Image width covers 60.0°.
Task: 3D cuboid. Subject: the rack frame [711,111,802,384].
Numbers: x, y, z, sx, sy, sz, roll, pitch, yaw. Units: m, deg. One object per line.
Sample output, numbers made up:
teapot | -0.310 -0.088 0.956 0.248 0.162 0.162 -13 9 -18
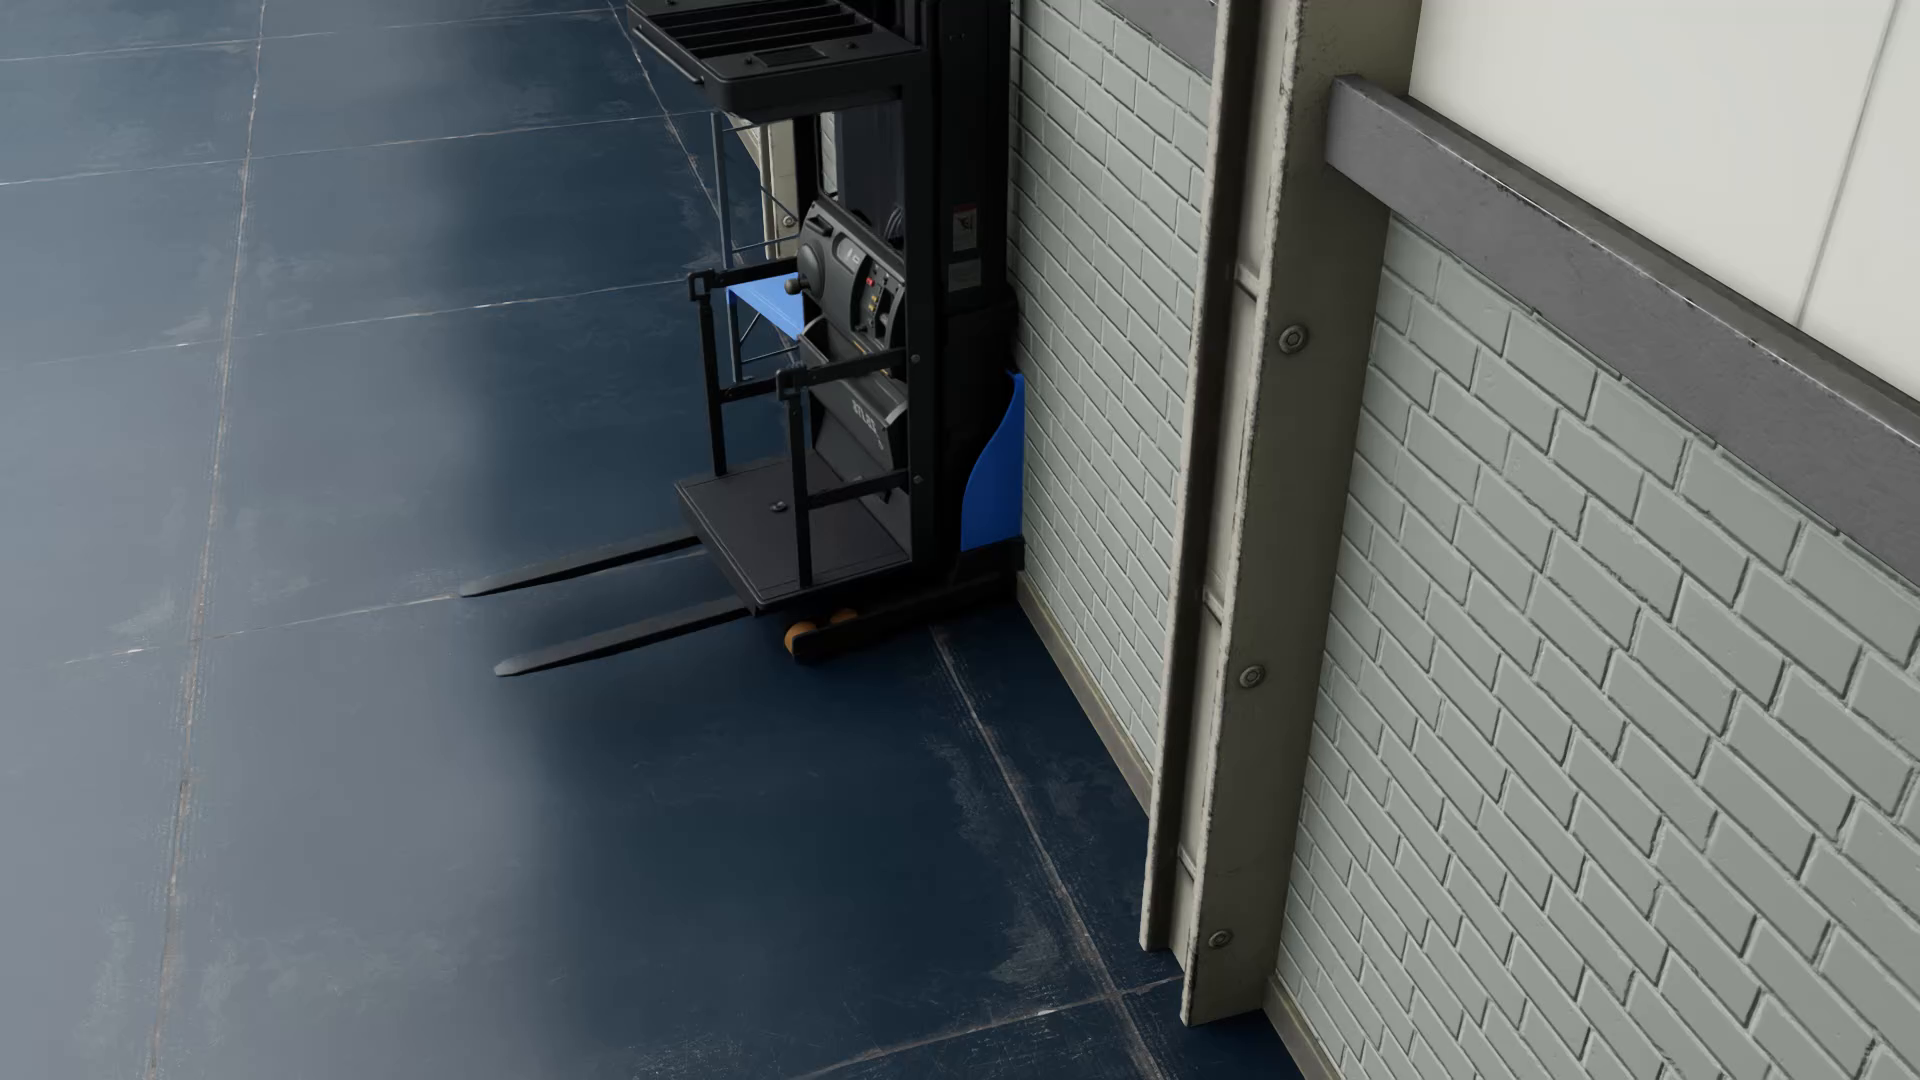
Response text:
rack frame | -1.017 -1.556 8.745 0.500 1.500 0.032 -20 38 -27

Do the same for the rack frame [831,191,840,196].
rack frame | -0.459 -1.088 8.036 0.500 1.500 0.032 -20 38 -27

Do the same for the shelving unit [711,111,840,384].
shelving unit | -0.738 -1.322 8.390 0.538 1.500 1.048 -20 38 -27

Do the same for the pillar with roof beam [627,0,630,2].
pillar with roof beam | -6.943 -7.887 11.523 9.100 9.000 0.400 -10 35 -15

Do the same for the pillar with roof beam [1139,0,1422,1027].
pillar with roof beam | -3.283 -1.587 1.988 9.100 9.000 0.400 -10 35 -15

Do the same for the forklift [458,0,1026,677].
forklift | -0.628 -1.048 6.677 3.031 2.935 1.130 -16 37 -23

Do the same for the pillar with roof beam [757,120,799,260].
pillar with roof beam | -5.113 -4.737 6.756 9.100 9.000 0.400 -10 35 -15

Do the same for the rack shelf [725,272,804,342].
rack shelf | -0.738 -1.172 8.490 0.538 0.185 1.000 -20 38 -27
